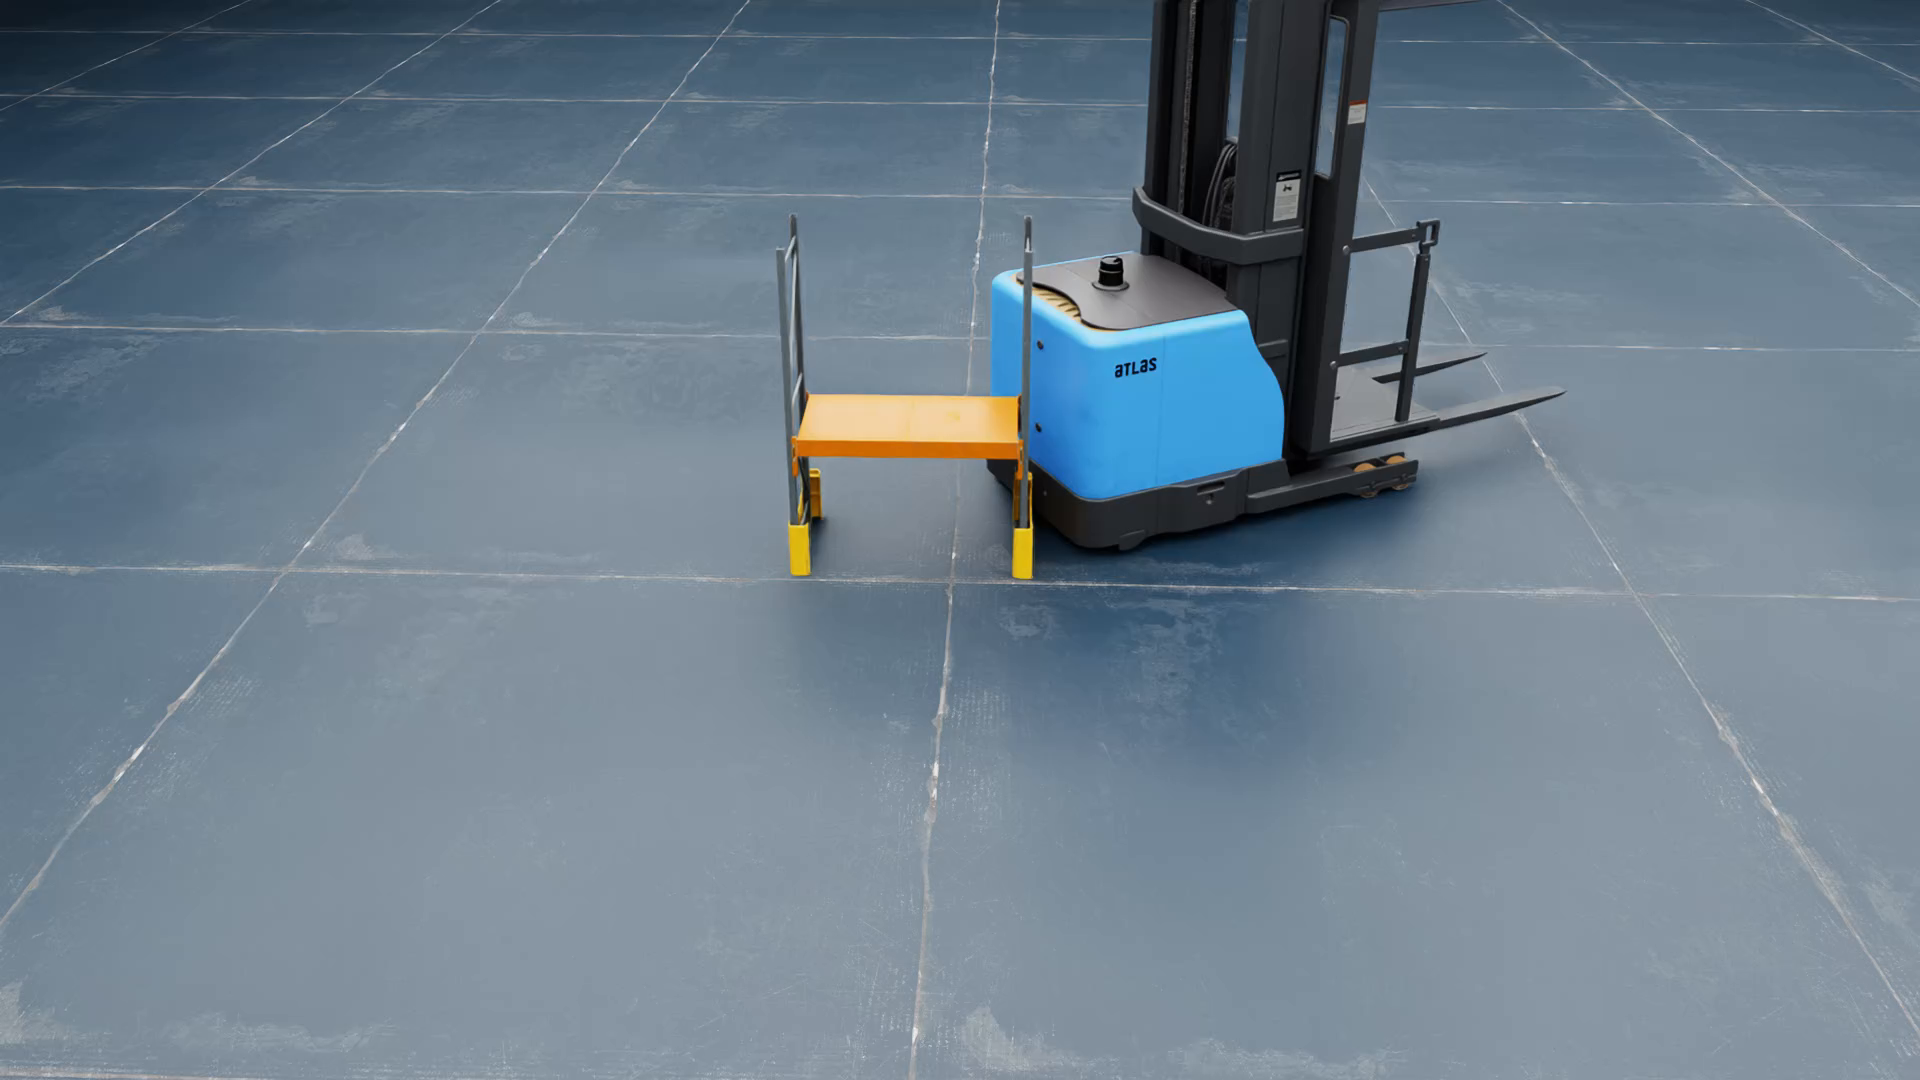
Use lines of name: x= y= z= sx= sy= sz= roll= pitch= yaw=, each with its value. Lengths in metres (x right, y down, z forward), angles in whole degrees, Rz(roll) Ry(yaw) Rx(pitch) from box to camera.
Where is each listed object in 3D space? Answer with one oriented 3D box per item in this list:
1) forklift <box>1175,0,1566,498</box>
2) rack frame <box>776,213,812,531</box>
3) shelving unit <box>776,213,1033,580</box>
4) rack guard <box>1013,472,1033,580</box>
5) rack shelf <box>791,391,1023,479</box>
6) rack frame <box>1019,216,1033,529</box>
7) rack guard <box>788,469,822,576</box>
forklift: x=1.690 y=-1.707 z=7.842 sx=3.031 sy=2.935 sz=1.121 roll=-13 pitch=31 yaw=-23
rack frame: x=-0.728 y=-0.639 z=7.354 sx=0.032 sy=1.500 sz=0.500 roll=1 pitch=28 yaw=2
shelving unit: x=-0.211 y=-0.631 z=7.340 sx=1.083 sy=1.500 sz=0.587 roll=1 pitch=28 yaw=2
rack guard: x=0.287 y=-0.072 z=7.619 sx=0.087 sy=0.250 sz=0.587 roll=1 pitch=28 yaw=2
rack shelf: x=-0.220 y=-0.473 z=7.424 sx=1.000 sy=0.185 sz=0.538 roll=1 pitch=28 yaw=2
rack frame: x=0.288 y=-0.624 z=7.326 sx=0.032 sy=1.500 sz=0.500 roll=1 pitch=28 yaw=2
rack guard: x=-0.709 y=-0.086 z=7.646 sx=0.087 sy=0.250 sz=0.587 roll=1 pitch=28 yaw=2
